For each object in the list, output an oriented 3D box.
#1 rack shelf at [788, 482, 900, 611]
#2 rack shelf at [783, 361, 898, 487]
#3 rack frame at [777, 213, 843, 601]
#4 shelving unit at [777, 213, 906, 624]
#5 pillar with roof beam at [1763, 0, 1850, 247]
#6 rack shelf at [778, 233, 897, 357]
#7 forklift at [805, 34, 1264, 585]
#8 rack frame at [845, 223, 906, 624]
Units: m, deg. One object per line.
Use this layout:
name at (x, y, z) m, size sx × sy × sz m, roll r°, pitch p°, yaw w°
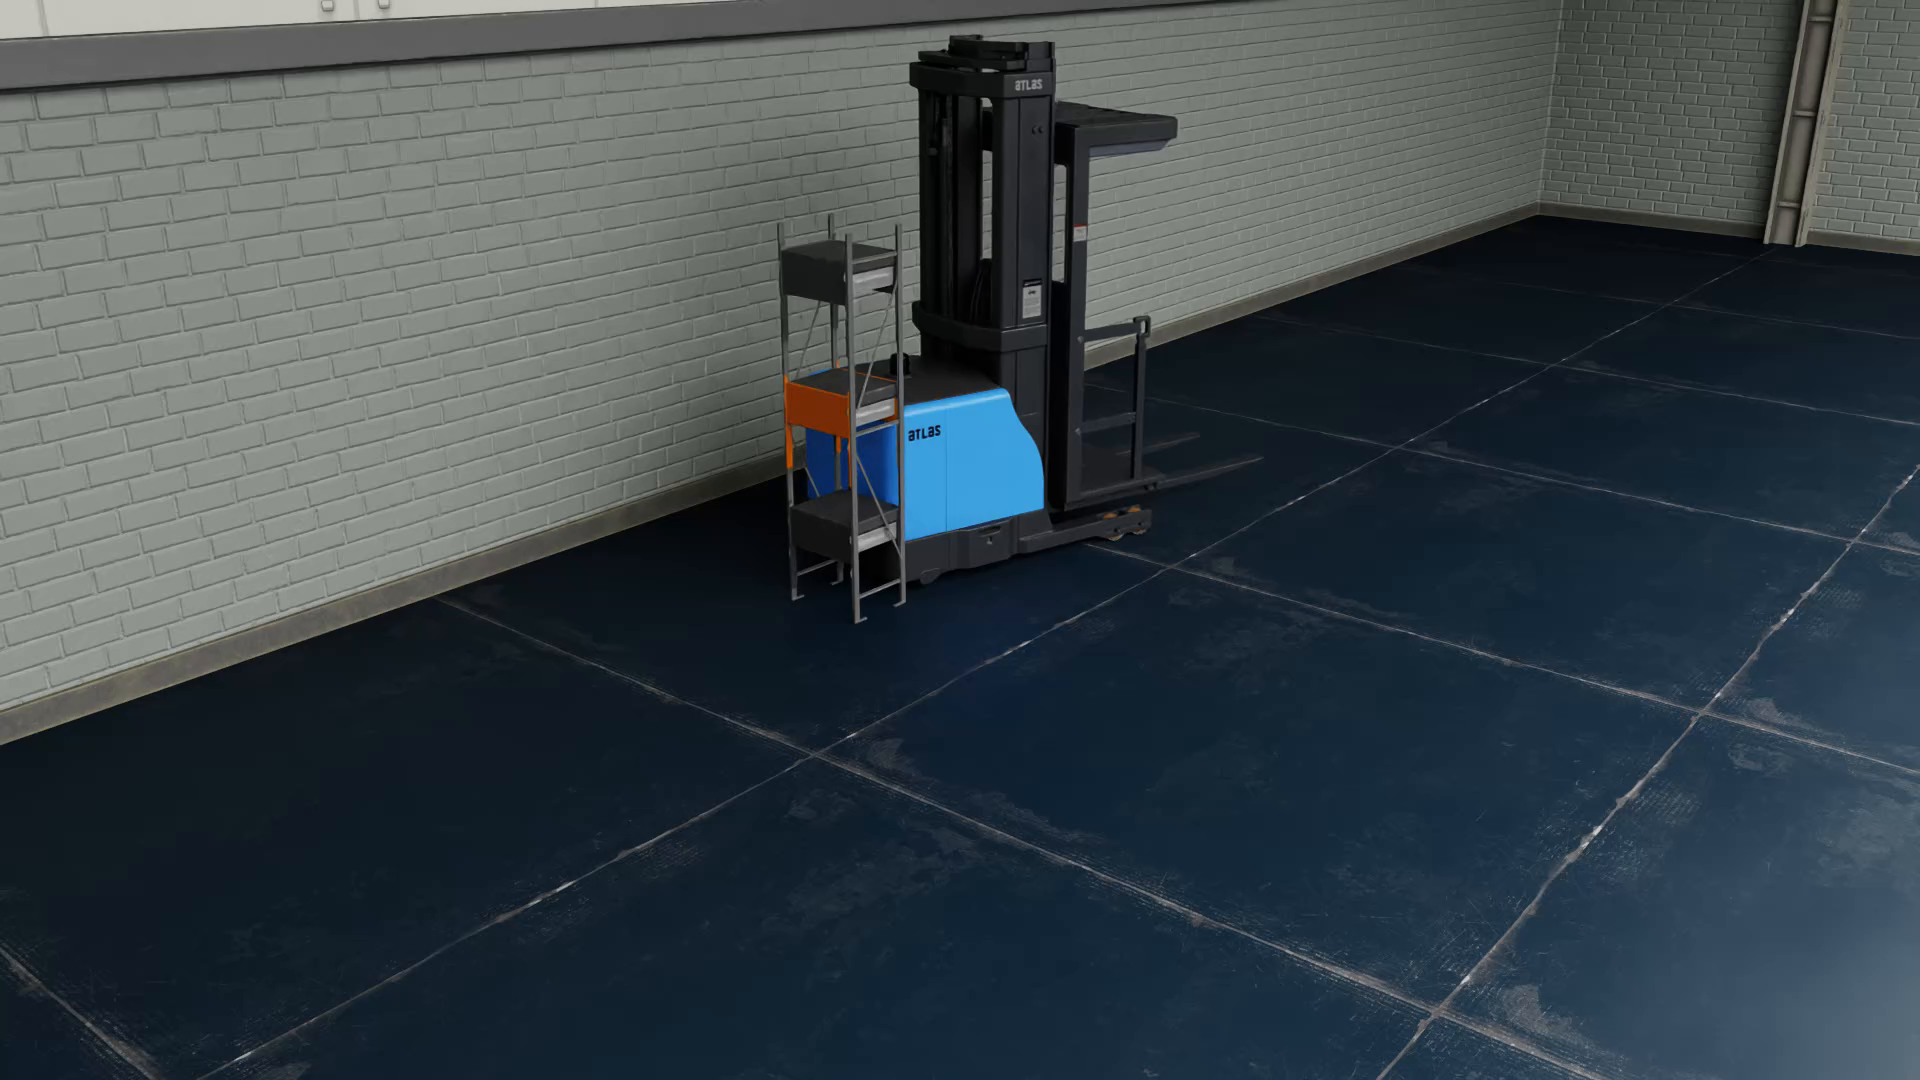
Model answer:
rack shelf at (-0.621, 0.028, 9.138) m, size 0.480 × 0.518 × 0.431 m, roll 17°, pitch 26°, yaw 38°
rack shelf at (-0.620, -0.627, 8.892) m, size 0.480 × 0.518 × 0.431 m, roll 17°, pitch 26°, yaw 38°
rack frame at (-0.804, -0.696, 9.037) m, size 0.015 × 2.100 × 0.400 m, roll 17°, pitch 26°, yaw 38°
shelving unit at (-0.620, -0.640, 8.887) m, size 0.503 × 2.100 × 0.431 m, roll 17°, pitch 26°, yaw 38°
pillar with roof beam at (6.848, -6.478, 14.593) m, size 0.400 × 9.000 × 9.100 m, roll 16°, pitch 26°, yaw 36°
rack shelf at (-0.619, -1.283, 8.647) m, size 0.480 × 0.518 × 0.431 m, roll 17°, pitch 26°, yaw 38°
forklift at (0.575, -1.504, 10.003) m, size 3.031 × 2.935 × 1.130 m, roll -14°, pitch 25°, yaw -32°
rack frame at (-0.435, -0.584, 8.738) m, size 0.015 × 2.100 × 0.400 m, roll 17°, pitch 26°, yaw 38°
